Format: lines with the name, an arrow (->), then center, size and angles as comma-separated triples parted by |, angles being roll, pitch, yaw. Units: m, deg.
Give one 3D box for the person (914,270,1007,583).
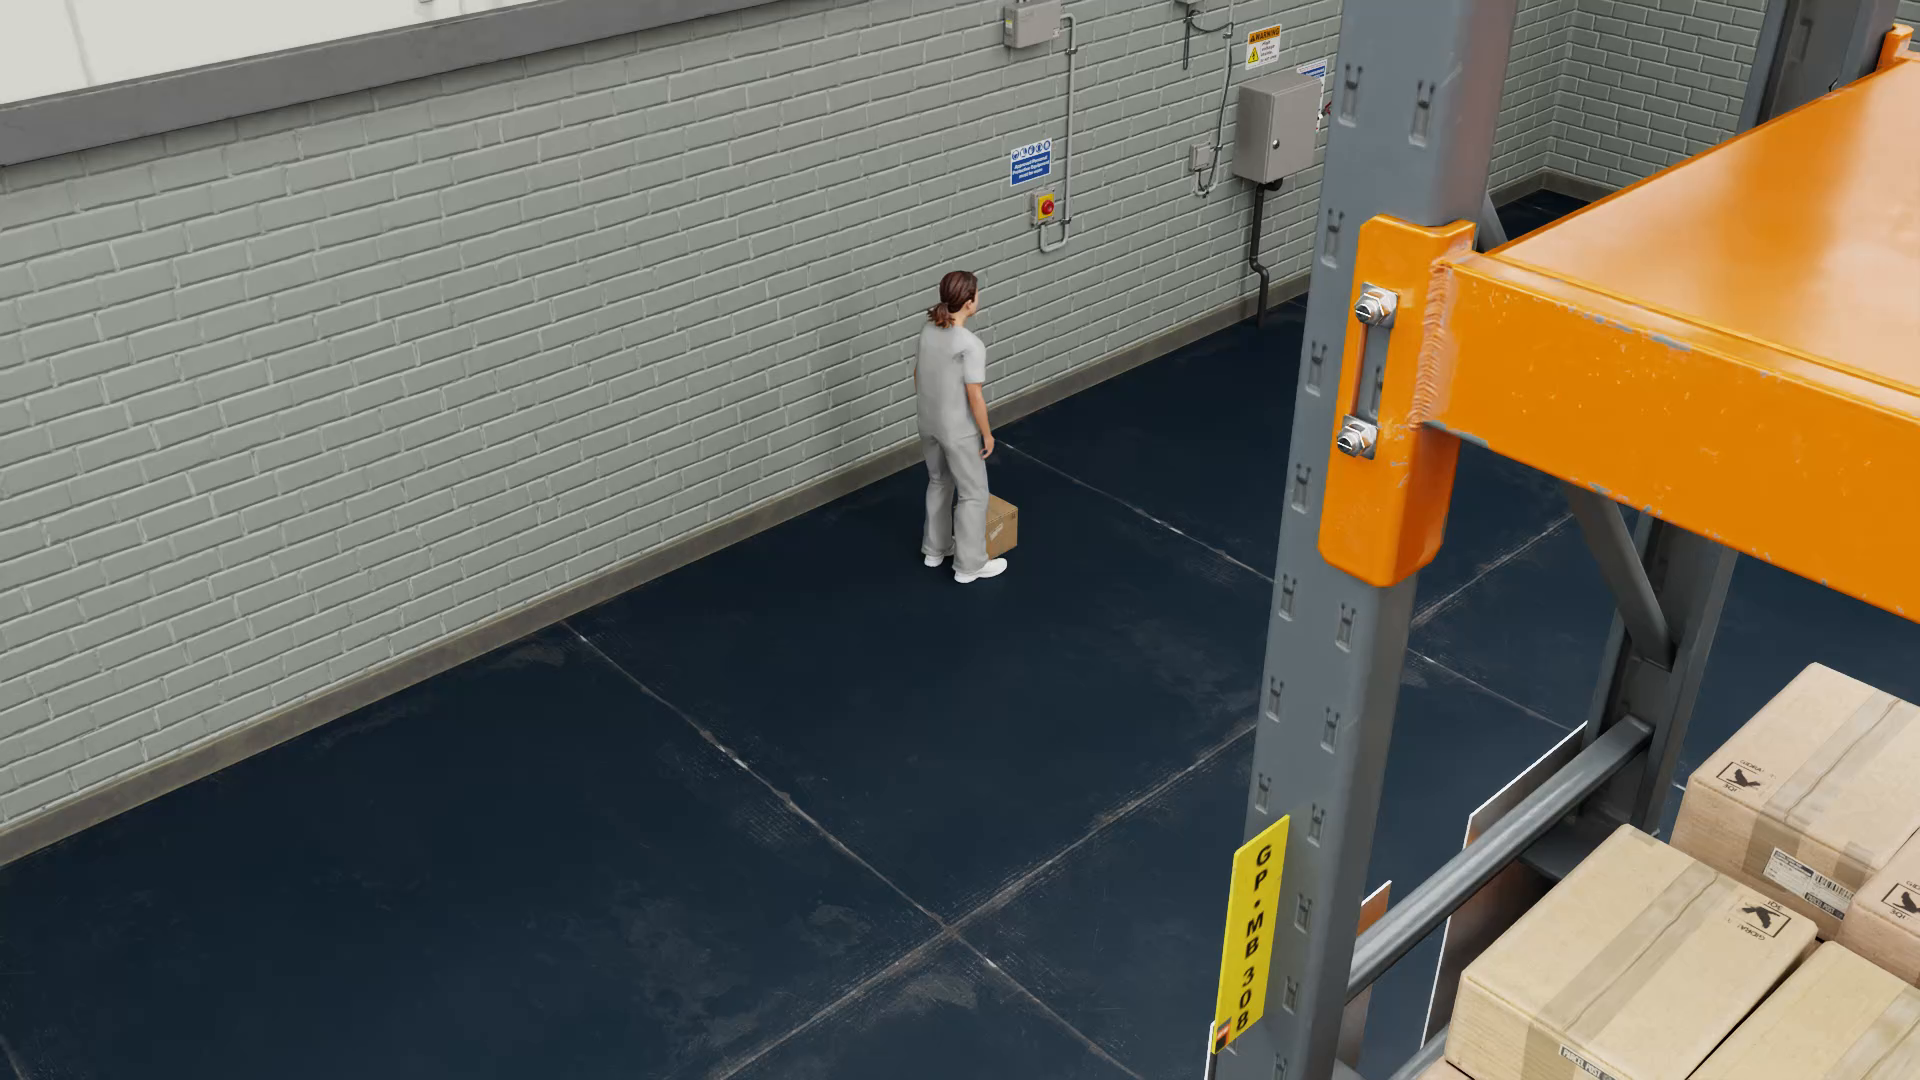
person -> -0.029, -0.582, 8.573 | 0.353, 1.672, 0.502 | -27, 41, -36
